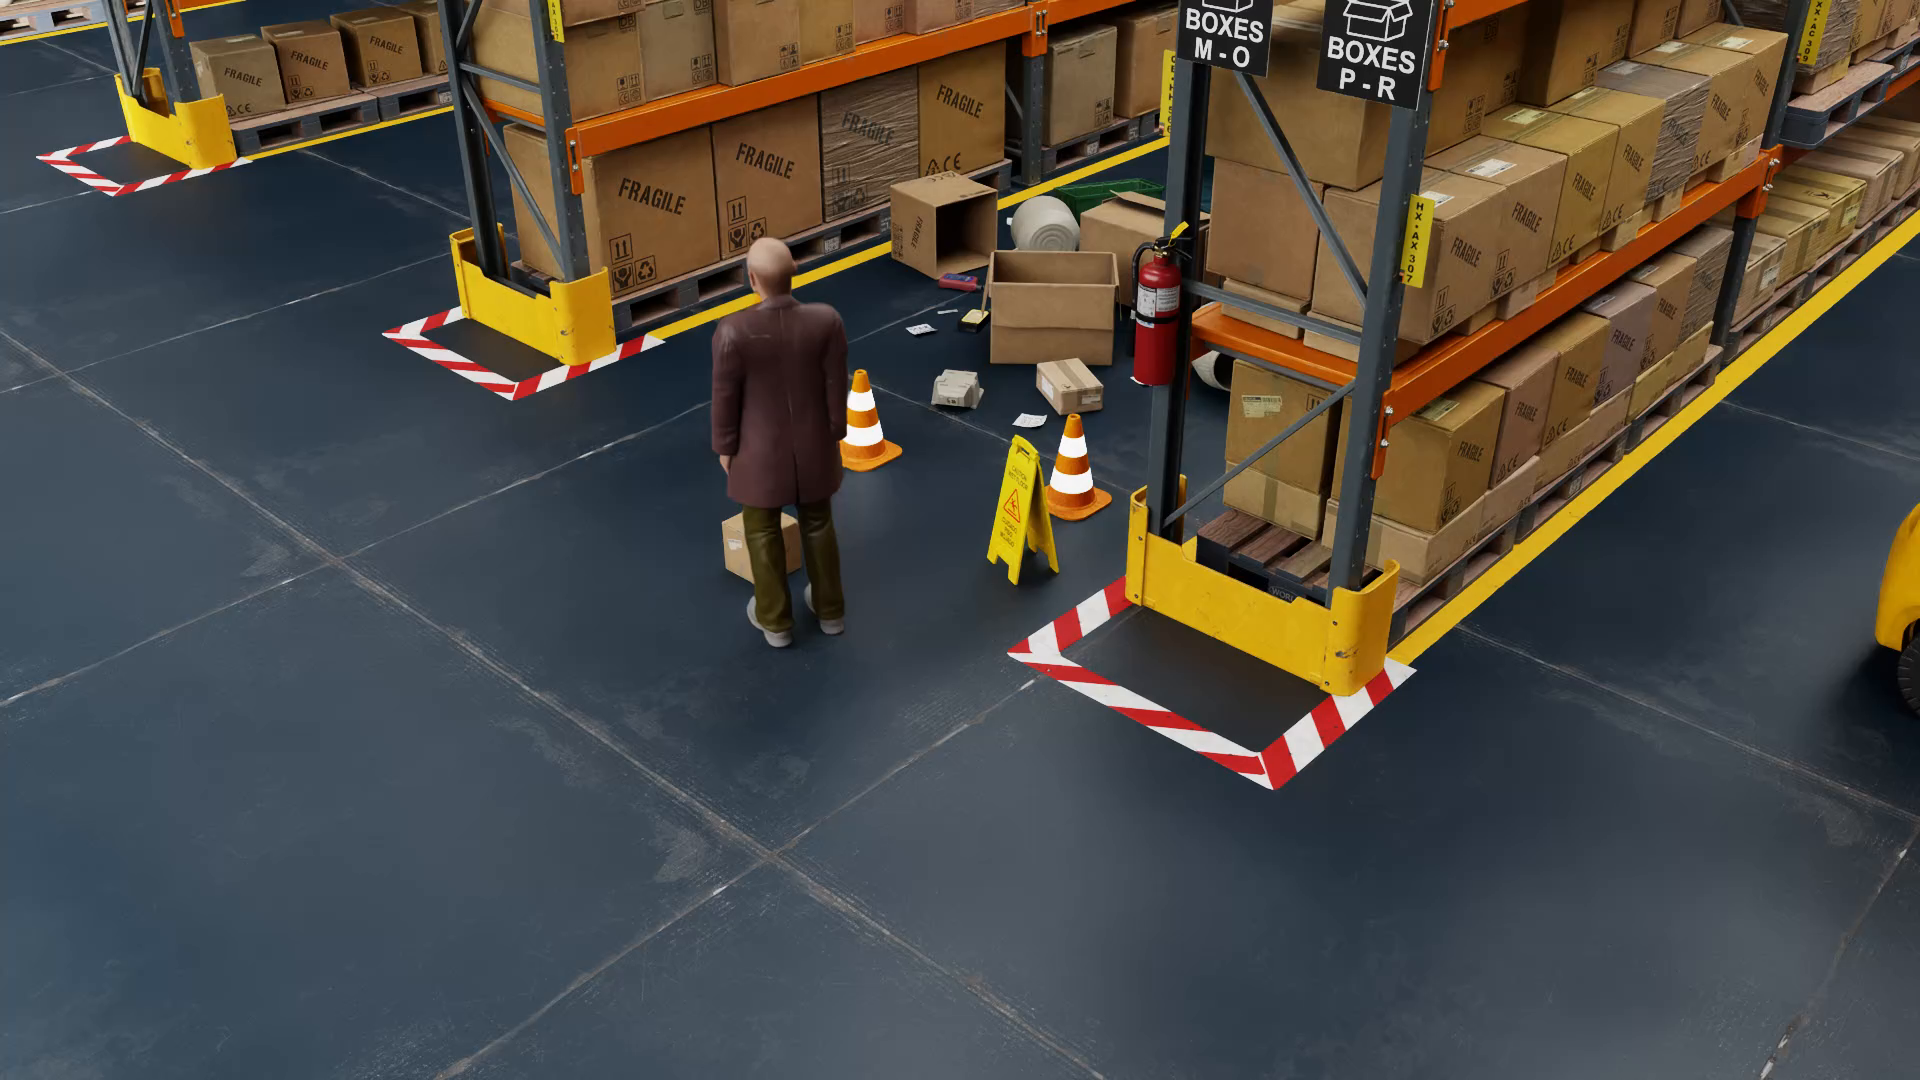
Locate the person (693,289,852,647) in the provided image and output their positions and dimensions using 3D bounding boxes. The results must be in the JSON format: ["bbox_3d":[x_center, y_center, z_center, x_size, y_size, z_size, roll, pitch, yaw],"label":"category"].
[{"bbox_3d":[-0.763,-0.274,6.927,0.631,1.453,0.701,-12,33,-19],"label":"person"}]
